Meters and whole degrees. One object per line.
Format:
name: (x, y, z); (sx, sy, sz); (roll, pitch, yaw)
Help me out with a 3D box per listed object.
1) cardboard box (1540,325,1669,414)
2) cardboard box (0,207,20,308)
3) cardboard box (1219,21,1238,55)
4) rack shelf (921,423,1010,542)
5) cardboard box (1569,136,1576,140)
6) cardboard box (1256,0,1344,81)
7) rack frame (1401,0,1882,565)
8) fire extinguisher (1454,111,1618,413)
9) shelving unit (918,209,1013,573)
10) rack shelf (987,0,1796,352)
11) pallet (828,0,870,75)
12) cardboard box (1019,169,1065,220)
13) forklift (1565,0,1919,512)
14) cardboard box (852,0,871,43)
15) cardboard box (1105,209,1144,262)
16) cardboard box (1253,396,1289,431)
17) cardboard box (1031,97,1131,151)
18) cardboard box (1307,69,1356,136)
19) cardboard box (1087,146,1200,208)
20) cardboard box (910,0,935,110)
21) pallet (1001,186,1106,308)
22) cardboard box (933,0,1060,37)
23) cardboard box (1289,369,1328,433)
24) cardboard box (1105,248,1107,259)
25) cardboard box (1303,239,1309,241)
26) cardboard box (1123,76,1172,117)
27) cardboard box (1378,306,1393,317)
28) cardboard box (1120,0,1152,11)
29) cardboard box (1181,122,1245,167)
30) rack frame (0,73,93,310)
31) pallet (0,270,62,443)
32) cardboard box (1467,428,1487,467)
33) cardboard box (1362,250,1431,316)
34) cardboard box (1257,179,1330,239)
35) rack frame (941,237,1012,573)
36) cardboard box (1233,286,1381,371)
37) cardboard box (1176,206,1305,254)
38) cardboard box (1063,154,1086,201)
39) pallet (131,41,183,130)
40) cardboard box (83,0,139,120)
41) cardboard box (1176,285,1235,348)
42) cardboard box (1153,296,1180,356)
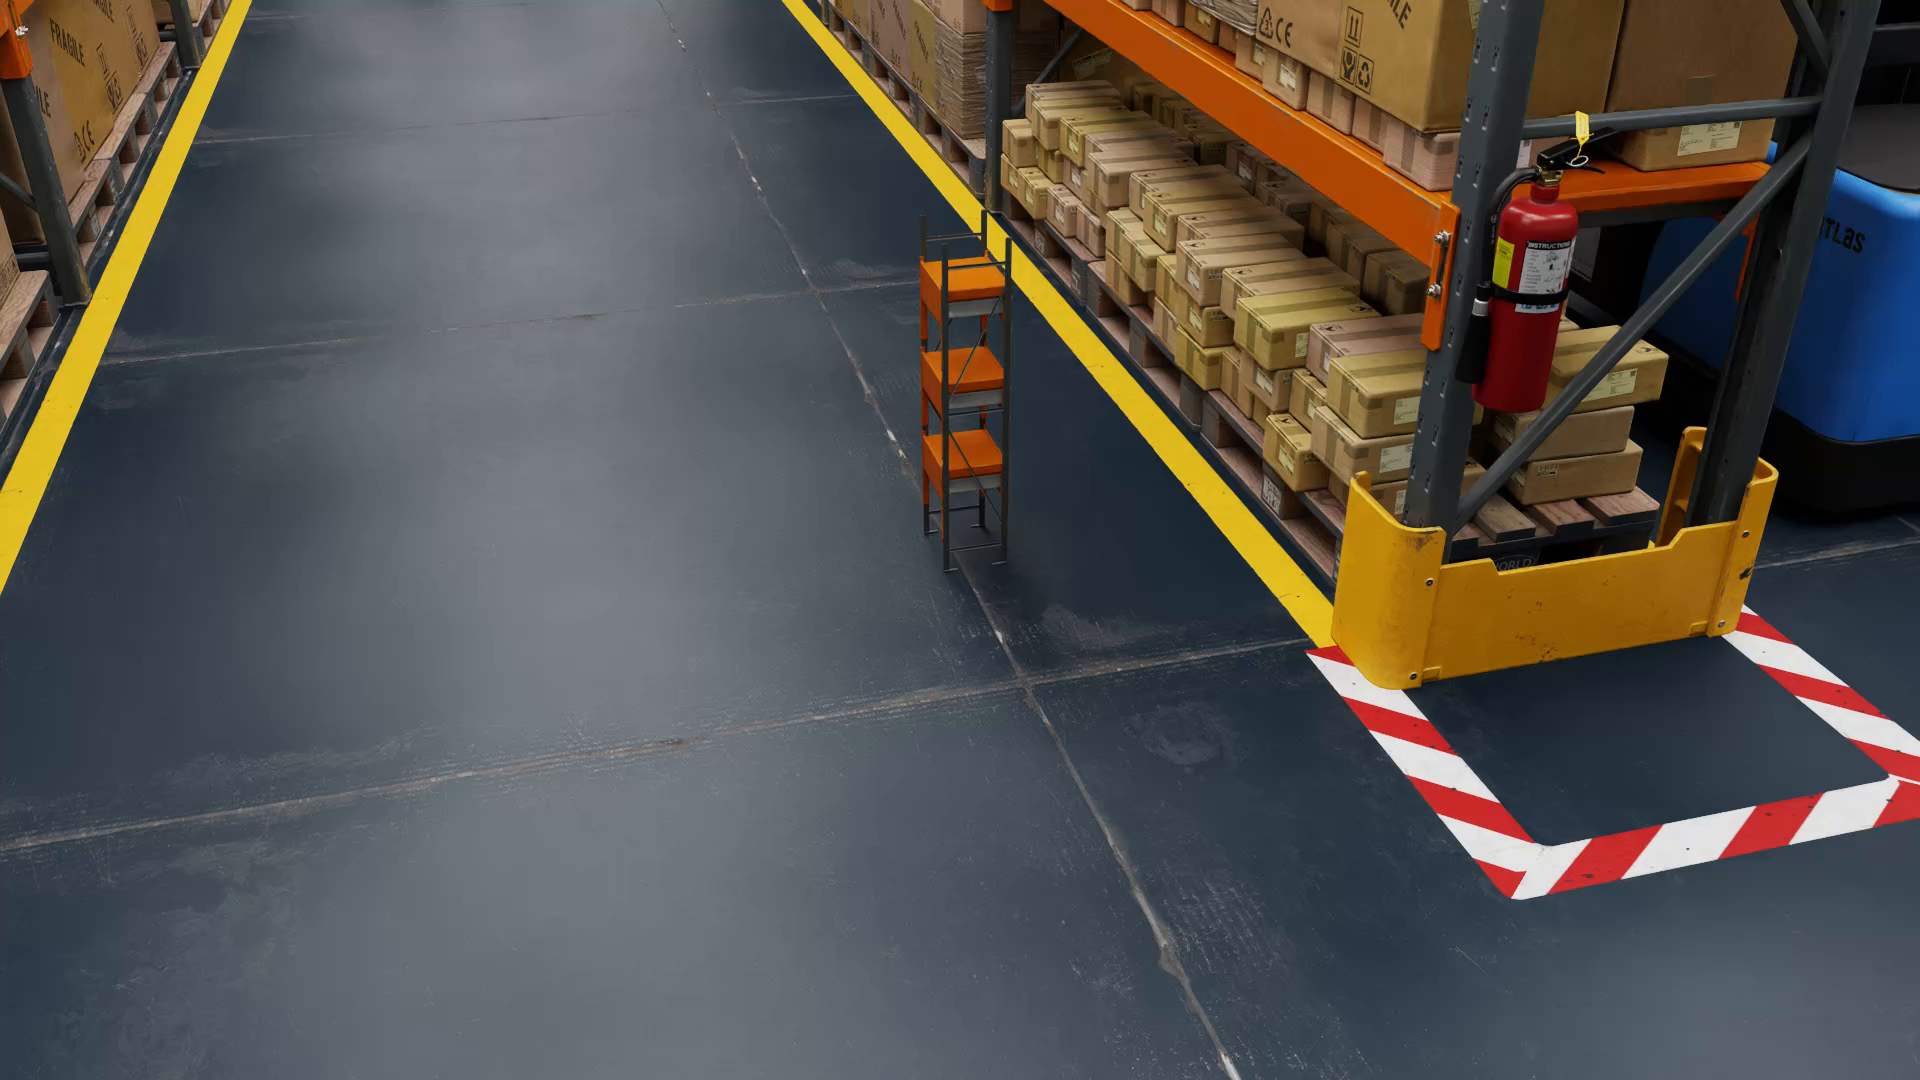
cardboard box: (1.868, -0.508, 4.966); (0.380, 0.149, 0.250); (-9, 31, -16)
cardboard box: (-4.065, -0.985, 6.095); (0.875, 0.438, 0.875); (-8, 31, -14)
cardboard box: (1.063, -1.649, 5.356); (0.380, 0.149, 0.250); (-9, 31, -15)
rack shelf: (0.014, -0.179, 5.087); (0.215, 0.259, 0.240); (-8, 31, -13)
cardboard box: (1.802, -1.213, 4.602); (0.380, 0.149, 0.250); (-7, 31, -11)
cardboard box: (1.180, -1.609, 4.638); (0.500, 0.500, 0.500); (-8, 31, -14)
rack frame: (1.679, -1.004, 3.991); (1.000, 3.000, 0.127); (-8, 31, -13)
fire extinguisher: (1.301, -0.627, 3.788); (0.296, 0.674, 0.183); (-8, 31, -13)
shelving unit: (0.014, -0.429, 4.942); (0.215, 1.050, 0.252); (-8, 31, -13)
rack shelf: (1.148, -1.659, 5.840); (1.077, 0.370, 4.000); (-8, 31, -13)
pallet: (-0.238, -3.284, 10.713); (1.003, 0.211, 1.213); (-8, 31, -13)
cardboard box: (0.475, -1.537, 7.338); (0.380, 0.149, 0.250); (-7, 31, -12)
forklift: (2.819, -2.083, 5.923); (1.130, 2.935, 3.031); (-7, 31, -13)
cardboard box: (-0.366, -3.350, 10.120); (0.500, 0.500, 0.500); (-7, 31, -13)
cardboard box: (0.783, -1.175, 6.416); (0.380, 0.149, 0.250); (-8, 31, -14)
cardboard box: (1.185, -0.429, 5.423); (0.380, 0.149, 0.250); (-8, 31, -14)
cardboard box: (0.525, -1.807, 7.210); (0.380, 0.149, 0.250); (-6, 31, -11)
cardboard box: (1.209, -1.260, 4.683); (0.380, 0.149, 0.250); (-8, 31, -14)
cardboard box: (0.720, -1.435, 6.567); (0.380, 0.149, 0.250); (-7, 31, -12)
cardboard box: (0.042, -2.608, 8.838); (0.500, 0.500, 0.500); (-9, 31, -14)
pallet: (0.830, -1.410, 7.475); (1.003, 0.211, 1.213); (-8, 31, -13)
cardboard box: (0.176, -2.687, 8.225); (0.500, 0.250, 0.500); (-9, 31, -15)
cardboard box: (1.246, -0.431, 5.131); (0.380, 0.149, 0.250); (-9, 31, -14)
cardboard box: (0.812, -1.183, 6.726); (0.380, 0.149, 0.250); (-9, 31, -15)
cardboard box: (1.319, -1.126, 6.330); (0.380, 0.149, 0.250); (-6, 31, -11)
cardboard box: (0.963, -2.004, 7.552); (0.380, 0.149, 0.250); (-7, 31, -12)
cardboard box: (1.656, -0.753, 5.686); (0.380, 0.149, 0.250); (-7, 31, -12)
cardboard box: (0.773, -2.018, 5.992); (0.380, 0.149, 0.250); (-7, 31, -11)
cardboard box: (1.135, -1.631, 6.907); (0.380, 0.149, 0.250); (-7, 31, -12)
rack frame: (-4.128, -2.229, 6.107); (1.000, 3.000, 0.127); (-8, 31, -13)
pallet: (-4.002, -0.645, 6.153); (1.003, 0.211, 1.213); (-8, 31, -13)
cardboard box: (1.700, -0.363, 5.310); (0.380, 0.149, 0.250); (-8, 31, -13)
cardboard box: (1.589, -0.873, 5.596); (0.380, 0.149, 0.250); (-9, 31, -16)
cardboard box: (1.340, -1.250, 6.248); (0.380, 0.149, 0.250); (-8, 31, -13)
rack frame: (0.047, -0.370, 4.841); (0.200, 1.050, 0.008); (-8, 31, -13)
cardboard box: (1.092, -0.669, 5.244); (0.380, 0.149, 0.250); (-9, 31, -14)
cardboard box: (0.996, -1.067, 5.932); (0.380, 0.149, 0.250); (-9, 31, -15)
cardboard box: (0.658, -1.572, 7.102); (0.380, 0.149, 0.250); (-8, 31, -14)
pallet: (-5.053, -2.564, 9.468); (1.003, 0.211, 1.213); (-8, 31, -13)
cardboard box: (-4.854, -2.647, 8.531); (0.875, 0.875, 0.875); (-7, 31, -13)
cardboard box: (0.974, -0.797, 5.763); (0.380, 0.149, 0.250); (-7, 31, -13)
cardboard box: (0.926, -0.796, 6.057); (0.380, 0.149, 0.250); (-7, 31, -12)
